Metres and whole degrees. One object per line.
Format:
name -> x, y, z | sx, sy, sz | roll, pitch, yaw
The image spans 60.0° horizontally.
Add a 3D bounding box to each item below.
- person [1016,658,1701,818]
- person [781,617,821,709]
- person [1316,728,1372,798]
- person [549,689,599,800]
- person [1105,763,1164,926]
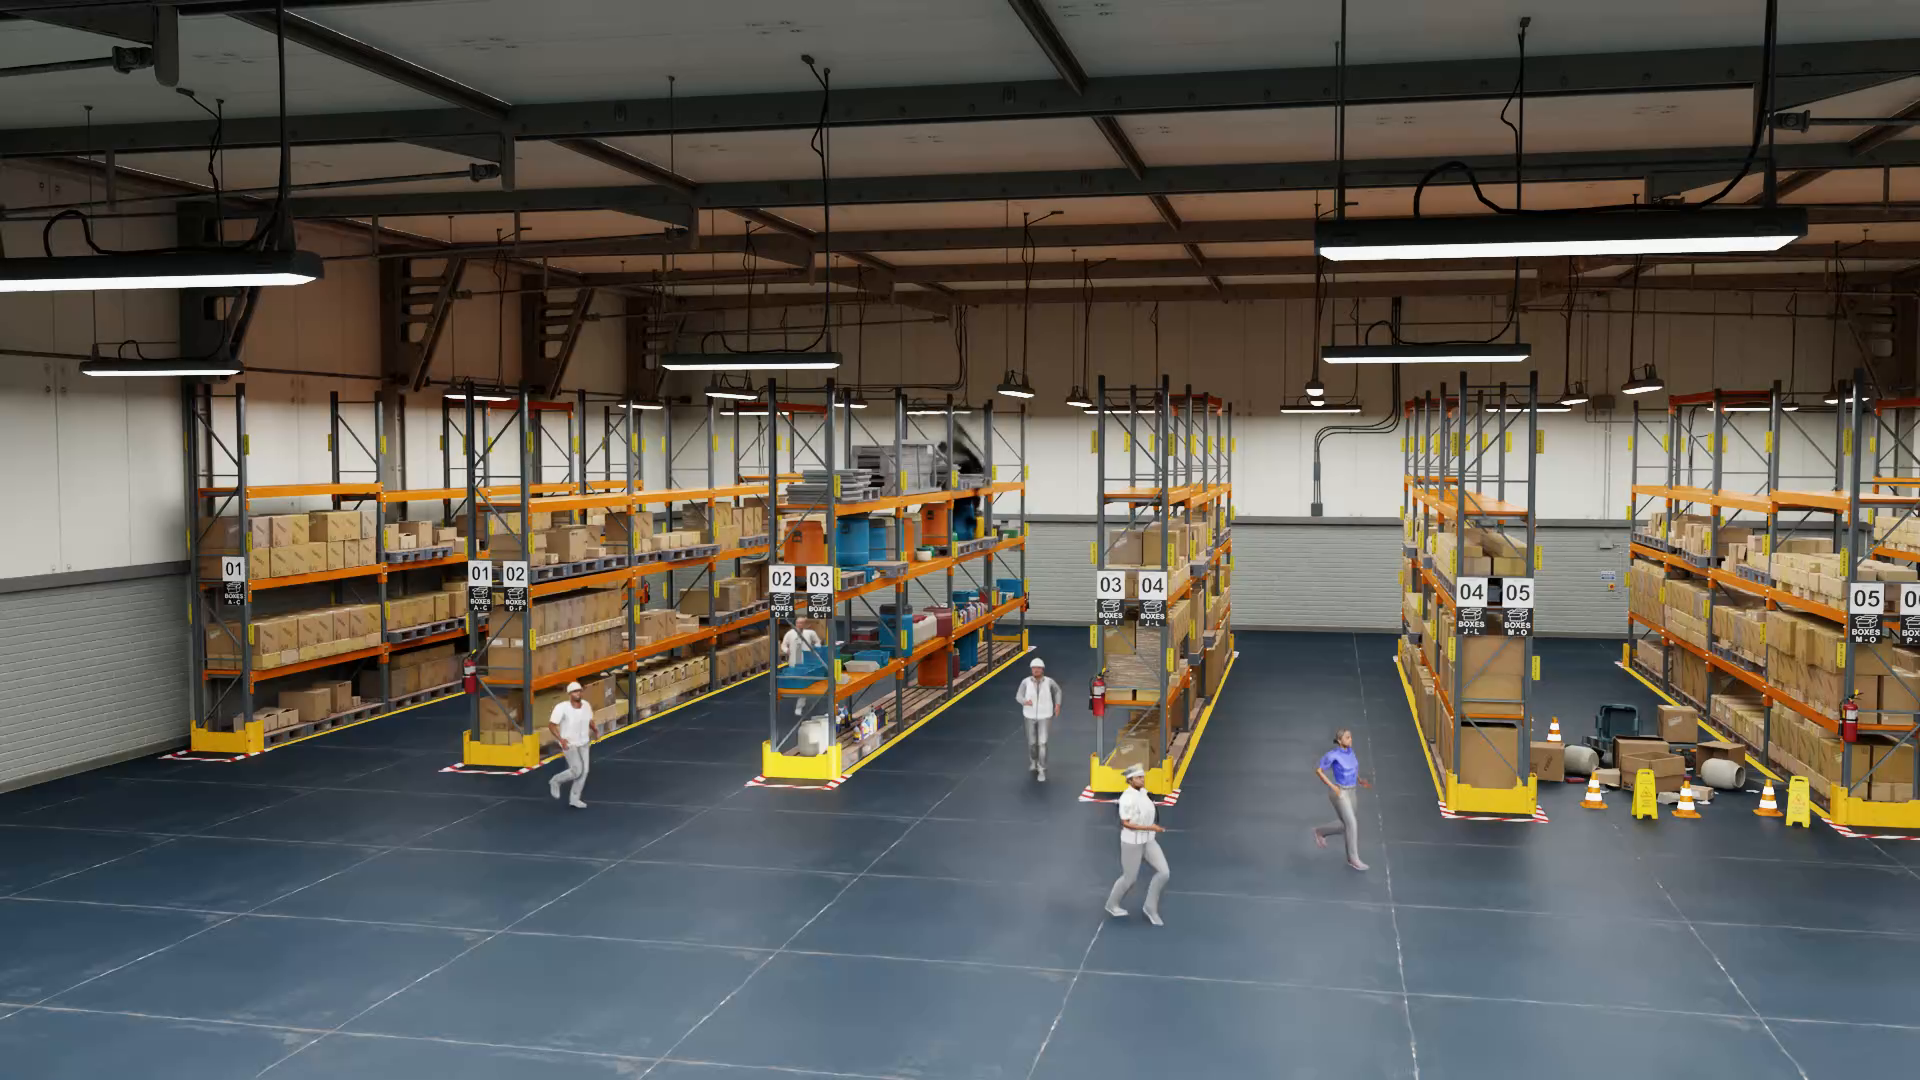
person -> -2.602, 0.874, 20.118 | 24.301, 6.037, 11.417 | 0, 3, 8
person -> -2.983, 2.278, 31.077 | 0.704, 1.692, 0.875 | 0, 3, 7
person -> 4.595, 2.636, 19.747 | 0.579, 0.791, 0.511 | -3, 5, -44
person -> -5.331, 2.810, 23.060 | 0.581, 1.632, 0.691 | 3, 4, 40
person -> 1.829, 3.182, 17.444 | 0.653, 1.728, 0.535 | 3, 4, 43
